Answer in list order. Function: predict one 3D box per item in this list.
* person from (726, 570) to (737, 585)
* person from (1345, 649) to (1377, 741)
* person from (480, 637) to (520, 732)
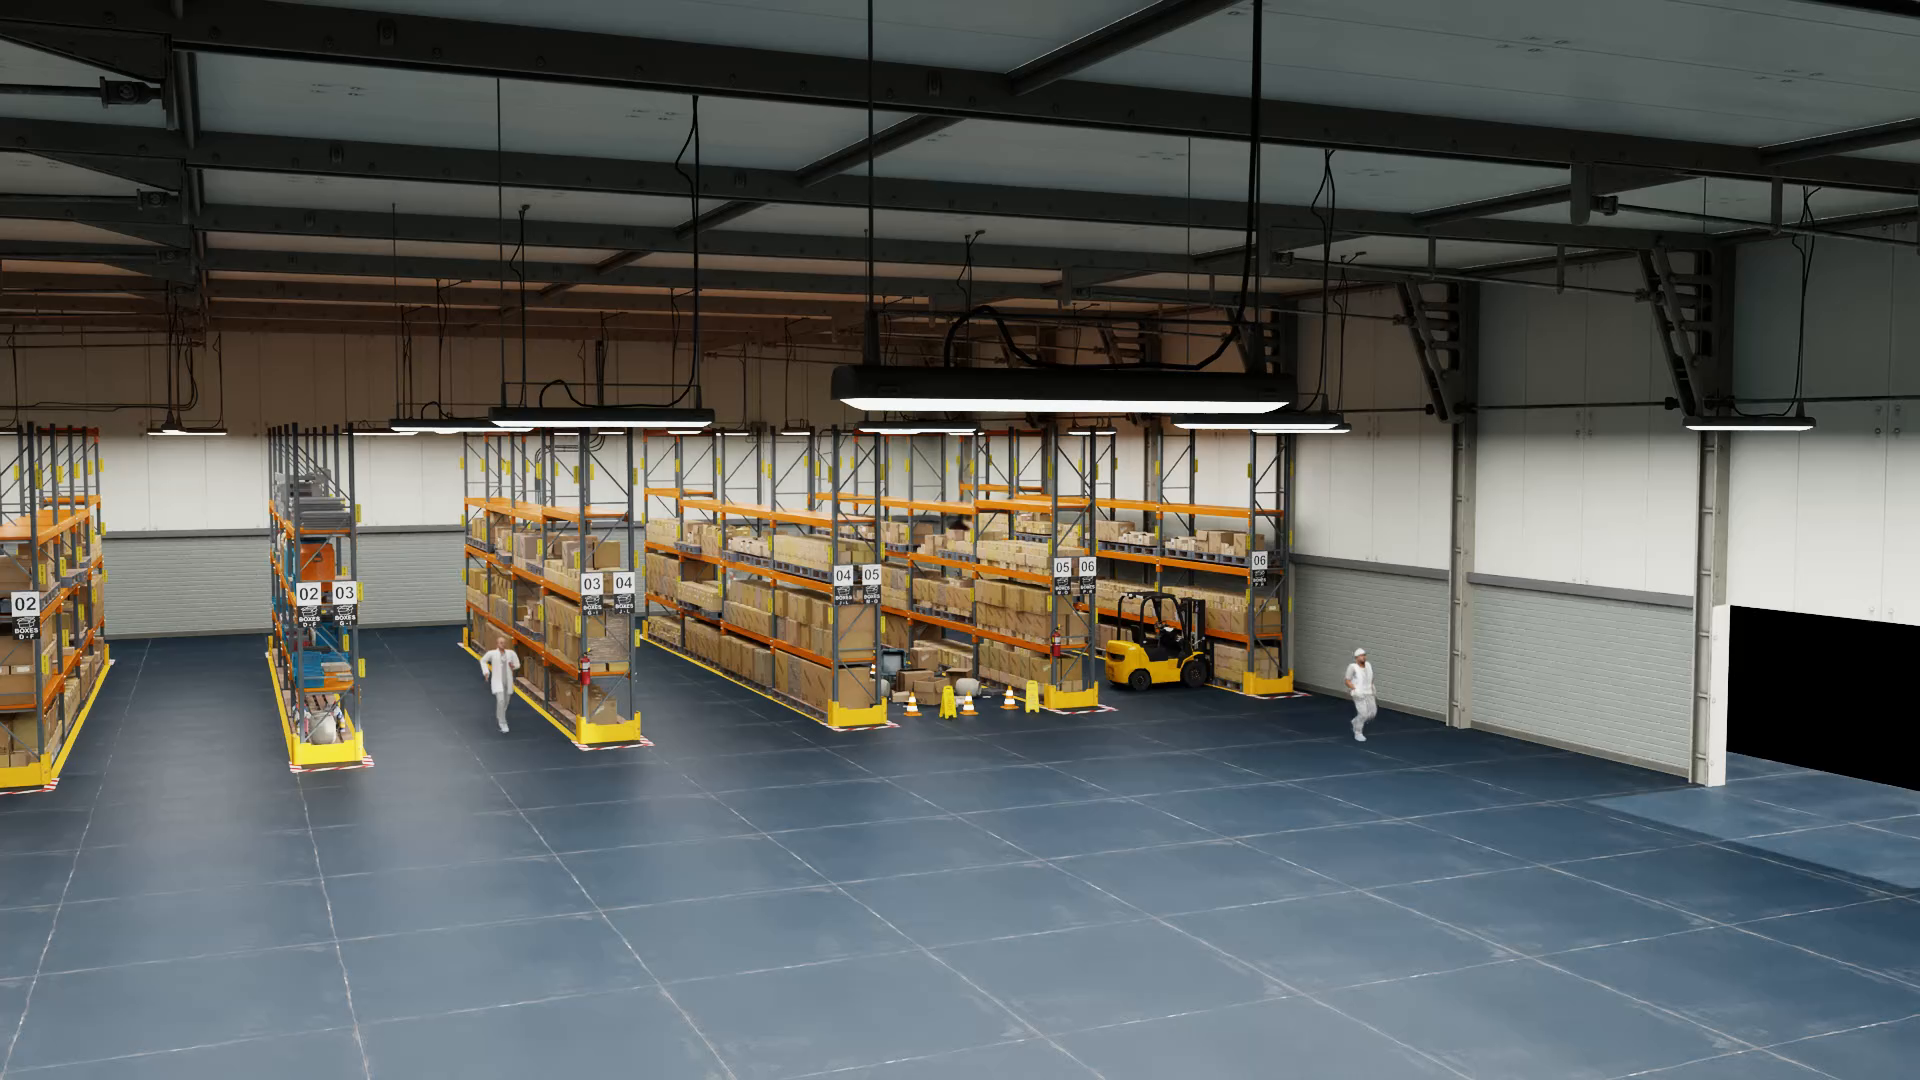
[{"bbox_3d":[-6.858,1.789,50.239,0.888,1.783,0.663,-2,4,-36],"label":"person"},{"bbox_3d":[7.615,2.929,31.556,0.683,1.742,0.547,-2,4,-29],"label":"person"},{"bbox_3d":[-9.012,2.814,32.721,0.689,1.812,0.983,-3,4,-36],"label":"person"}]
